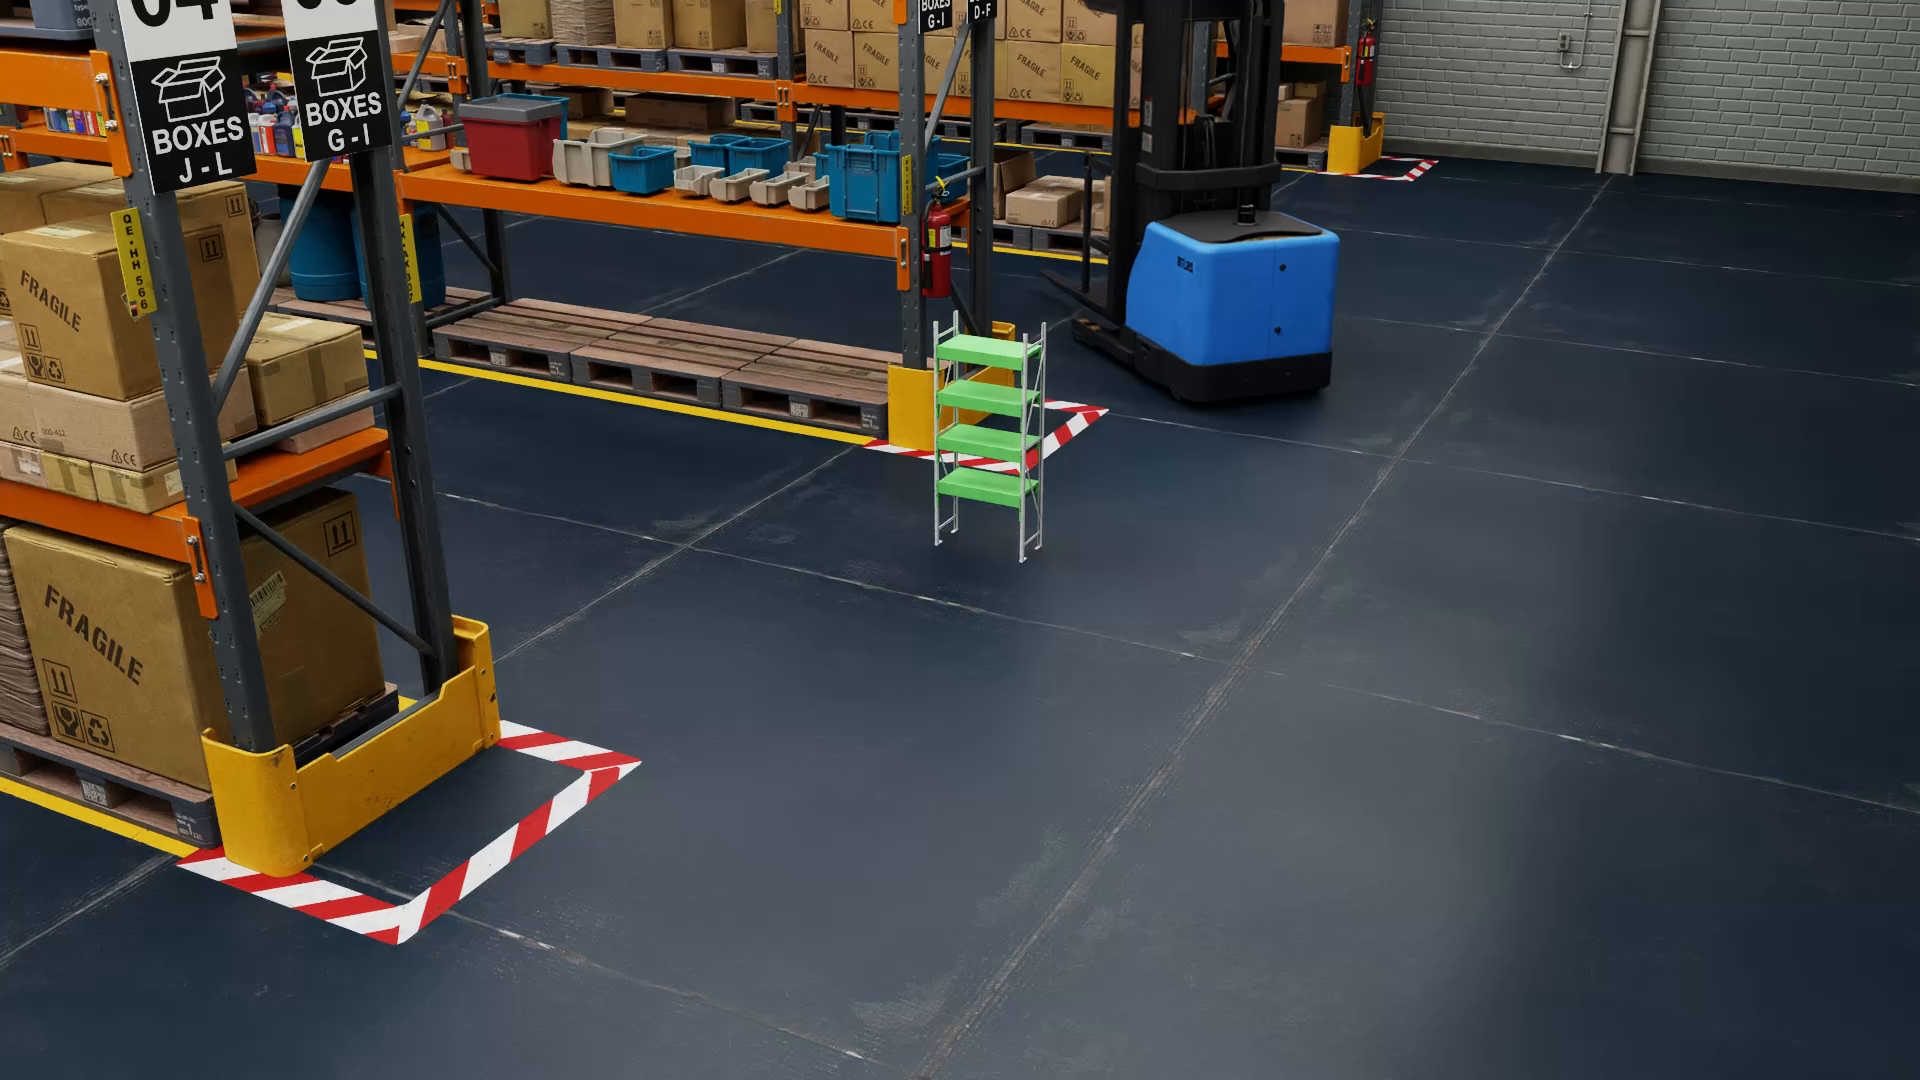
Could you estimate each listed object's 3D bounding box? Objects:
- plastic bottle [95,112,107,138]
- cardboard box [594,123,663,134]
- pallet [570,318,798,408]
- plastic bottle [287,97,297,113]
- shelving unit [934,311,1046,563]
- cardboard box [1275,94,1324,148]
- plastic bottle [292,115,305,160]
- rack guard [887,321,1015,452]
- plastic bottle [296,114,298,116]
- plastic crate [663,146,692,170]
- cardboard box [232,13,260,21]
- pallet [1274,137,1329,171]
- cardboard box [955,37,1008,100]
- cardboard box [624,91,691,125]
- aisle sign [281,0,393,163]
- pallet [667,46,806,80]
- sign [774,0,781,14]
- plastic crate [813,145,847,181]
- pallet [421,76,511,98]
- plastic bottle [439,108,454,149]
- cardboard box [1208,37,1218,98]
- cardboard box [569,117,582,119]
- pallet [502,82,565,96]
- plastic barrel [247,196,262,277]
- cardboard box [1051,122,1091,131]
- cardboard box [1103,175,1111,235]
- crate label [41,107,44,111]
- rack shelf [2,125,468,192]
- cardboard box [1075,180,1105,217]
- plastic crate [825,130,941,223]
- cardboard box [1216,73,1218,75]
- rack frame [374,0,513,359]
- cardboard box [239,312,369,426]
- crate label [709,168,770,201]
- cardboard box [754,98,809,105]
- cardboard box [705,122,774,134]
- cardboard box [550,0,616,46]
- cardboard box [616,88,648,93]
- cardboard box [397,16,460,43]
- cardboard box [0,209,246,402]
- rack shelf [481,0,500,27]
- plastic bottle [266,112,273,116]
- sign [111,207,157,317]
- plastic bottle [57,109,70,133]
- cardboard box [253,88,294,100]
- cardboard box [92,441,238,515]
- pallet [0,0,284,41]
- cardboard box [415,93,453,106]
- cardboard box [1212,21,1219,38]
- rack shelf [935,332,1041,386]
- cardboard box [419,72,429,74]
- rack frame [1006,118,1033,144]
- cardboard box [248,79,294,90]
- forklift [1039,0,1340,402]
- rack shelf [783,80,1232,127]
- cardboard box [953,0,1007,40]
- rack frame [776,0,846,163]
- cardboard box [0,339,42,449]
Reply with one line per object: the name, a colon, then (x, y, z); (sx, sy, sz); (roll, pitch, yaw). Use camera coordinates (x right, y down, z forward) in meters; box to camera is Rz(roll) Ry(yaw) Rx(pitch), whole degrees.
plastic bottle: (-6.454, -3.185, 12.555); (0.133, 0.283, 0.061); (11, 25, 25)
cardboard box: (-3.308, -3.879, 16.671); (0.500, 0.500, 0.500); (10, 25, 23)
pallet: (-1.870, -1.228, 11.369); (1.213, 0.211, 1.003); (11, 25, 25)
plastic bottle: (-5.089, -3.250, 12.724); (0.097, 0.271, 0.097); (0, 23, 0)
shelving unit: (0.148, -0.523, 8.446); (0.503, 1.200, 0.258); (11, 25, 25)
cardboard box: (3.733, -4.728, 18.693); (0.500, 0.500, 0.700); (11, 25, 25)
plastic bottle: (-4.605, -2.868, 11.725); (0.185, 0.351, 0.144); (11, 25, 25)
rack guard: (-0.040, -0.987, 10.431); (0.348, 0.500, 1.175); (11, 25, 25)
plastic bottle: (-4.951, -3.124, 12.517); (0.097, 0.201, 0.097); (0, 23, 0)
plastic crate: (-1.947, -2.547, 11.166); (0.466, 0.136, 0.293); (11, 25, 25)
cardboard box: (-8.079, -5.844, 18.851); (0.500, 0.250, 0.500); (13, 26, 28)
pallet: (3.654, -4.427, 18.891); (1.213, 0.211, 1.003); (11, 25, 25)
cardboard box: (0.292, -4.165, 14.584); (0.500, 0.500, 0.500); (11, 25, 24)
cardboard box: (-3.061, -4.405, 16.949); (0.500, 0.250, 0.500); (11, 25, 24)
aisle sign: (-2.102, -1.695, 5.581); (0.004, 0.787, 0.394); (11, 25, 25)
pallet: (-2.063, -4.663, 16.127); (1.213, 0.211, 1.003); (11, 25, 25)
sign: (-1.646, -4.911, 14.985); (0.005, 0.325, 0.100); (11, 25, 25)
plastic crate: (-0.727, -2.362, 10.608); (0.300, 0.233, 0.416); (11, 25, 25)
pallet: (-6.922, -6.539, 23.855); (1.213, 0.211, 1.003); (11, 25, 25)
plastic bottle: (-3.772, -3.003, 12.127); (0.133, 0.283, 0.061); (11, 25, 25)
cardboard box: (1.894, -4.082, 14.389); (0.500, 0.500, 0.500); (12, 26, 26)
cardboard box: (-4.028, -4.248, 17.537); (0.500, 0.500, 0.500); (12, 26, 27)
pallet: (-5.611, -6.295, 23.283); (1.213, 0.211, 1.003); (11, 25, 25)
plastic barrel: (-5.755, -2.353, 12.995); (0.708, 0.588, 0.600); (11, 25, 25)
cardboard box: (1.454, -5.178, 19.750); (0.500, 0.500, 0.700); (12, 26, 25)
cardboard box: (1.575, -2.928, 14.434); (0.500, 0.500, 0.500); (11, 25, 25)
crate label: (-7.414, -3.677, 13.778); (0.416, 0.233, 0.303); (11, 25, 25)
rack shelf: (-5.422, -2.865, 12.573); (4.000, 0.370, 1.077); (11, 25, 25)
cardboard box: (1.368, -3.086, 15.126); (0.500, 0.250, 0.500); (11, 25, 25)
plastic crate: (-0.450, -2.174, 9.908); (0.499, 0.435, 0.616); (11, 25, 25)
cardboard box: (2.803, -5.298, 19.203); (0.250, 0.149, 0.380); (11, 26, 25)
rack frame: (-3.637, -2.843, 11.602); (0.127, 3.000, 1.000); (11, 25, 25)
cardboard box: (-2.609, -0.654, 6.266); (0.500, 0.250, 0.500); (10, 25, 23)
crate label: (-1.388, -2.220, 10.399); (0.243, 0.136, 0.396); (11, 25, 25)
cardboard box: (-2.140, -6.038, 21.324); (0.750, 0.750, 0.750); (11, 25, 24)
cardboard box: (-2.201, -3.885, 16.685); (0.500, 0.500, 0.500); (12, 26, 25)
cardboard box: (-3.625, -5.218, 16.522); (0.500, 0.500, 0.700); (17, 28, 34)
cardboard box: (-4.266, -6.380, 22.551); (0.500, 0.500, 0.700); (11, 25, 24)
cardboard box: (-5.679, -5.463, 17.877); (0.500, 0.311, 0.500); (11, 25, 24)
cardboard box: (-2.855, -0.814, 5.684); (0.500, 0.500, 0.500); (12, 26, 25)
rack shelf: (-4.521, -7.031, 22.370); (4.000, 0.370, 1.077); (11, 25, 25)
plastic bottle: (-4.991, -2.965, 12.053); (0.097, 0.271, 0.097); (0, 23, 0)
sign: (-2.559, -0.862, 5.161); (0.005, 0.325, 0.100); (11, 25, 25)
plastic bottle: (-6.875, -3.271, 12.772); (0.097, 0.271, 0.097); (0, 23, 0)
cardboard box: (-7.837, -4.921, 18.748); (0.500, 0.311, 0.500); (11, 25, 24)
cardboard box: (-2.768, -0.239, 5.800); (0.250, 0.149, 0.380); (12, 26, 26)
pallet: (-2.969, -1.874, 5.603); (1.213, 0.211, 1.003); (11, 25, 25)
cardboard box: (-5.776, -4.749, 18.345); (0.500, 0.311, 0.500); (11, 25, 23)
cardboard box: (1.894, -4.542, 14.193); (0.500, 0.500, 0.500); (12, 26, 26)
rack shelf: (0.148, -0.906, 8.284); (0.480, 0.148, 0.258); (11, 25, 25)
cardboard box: (-7.725, -6.896, 24.212); (0.250, 0.149, 0.380); (9, 25, 20)
rack frame: (0.833, -6.303, 19.738); (0.127, 3.000, 1.000); (11, 25, 25)
cardboard box: (-8.047, -5.199, 19.404); (0.500, 0.311, 0.500); (11, 25, 25)
forklift: (1.462, -2.779, 11.540); (1.130, 2.935, 3.031); (-8, 24, -18)
rack shelf: (0.386, -3.888, 14.979); (4.000, 0.370, 1.077); (11, 25, 25)
cardboard box: (0.275, -4.624, 14.385); (0.500, 0.500, 0.500); (12, 26, 26)
rack frame: (-1.399, -4.572, 15.668); (0.127, 3.000, 1.000); (11, 25, 25)
cardboard box: (-3.307, -0.557, 6.039); (0.500, 0.250, 0.500); (11, 25, 24)
